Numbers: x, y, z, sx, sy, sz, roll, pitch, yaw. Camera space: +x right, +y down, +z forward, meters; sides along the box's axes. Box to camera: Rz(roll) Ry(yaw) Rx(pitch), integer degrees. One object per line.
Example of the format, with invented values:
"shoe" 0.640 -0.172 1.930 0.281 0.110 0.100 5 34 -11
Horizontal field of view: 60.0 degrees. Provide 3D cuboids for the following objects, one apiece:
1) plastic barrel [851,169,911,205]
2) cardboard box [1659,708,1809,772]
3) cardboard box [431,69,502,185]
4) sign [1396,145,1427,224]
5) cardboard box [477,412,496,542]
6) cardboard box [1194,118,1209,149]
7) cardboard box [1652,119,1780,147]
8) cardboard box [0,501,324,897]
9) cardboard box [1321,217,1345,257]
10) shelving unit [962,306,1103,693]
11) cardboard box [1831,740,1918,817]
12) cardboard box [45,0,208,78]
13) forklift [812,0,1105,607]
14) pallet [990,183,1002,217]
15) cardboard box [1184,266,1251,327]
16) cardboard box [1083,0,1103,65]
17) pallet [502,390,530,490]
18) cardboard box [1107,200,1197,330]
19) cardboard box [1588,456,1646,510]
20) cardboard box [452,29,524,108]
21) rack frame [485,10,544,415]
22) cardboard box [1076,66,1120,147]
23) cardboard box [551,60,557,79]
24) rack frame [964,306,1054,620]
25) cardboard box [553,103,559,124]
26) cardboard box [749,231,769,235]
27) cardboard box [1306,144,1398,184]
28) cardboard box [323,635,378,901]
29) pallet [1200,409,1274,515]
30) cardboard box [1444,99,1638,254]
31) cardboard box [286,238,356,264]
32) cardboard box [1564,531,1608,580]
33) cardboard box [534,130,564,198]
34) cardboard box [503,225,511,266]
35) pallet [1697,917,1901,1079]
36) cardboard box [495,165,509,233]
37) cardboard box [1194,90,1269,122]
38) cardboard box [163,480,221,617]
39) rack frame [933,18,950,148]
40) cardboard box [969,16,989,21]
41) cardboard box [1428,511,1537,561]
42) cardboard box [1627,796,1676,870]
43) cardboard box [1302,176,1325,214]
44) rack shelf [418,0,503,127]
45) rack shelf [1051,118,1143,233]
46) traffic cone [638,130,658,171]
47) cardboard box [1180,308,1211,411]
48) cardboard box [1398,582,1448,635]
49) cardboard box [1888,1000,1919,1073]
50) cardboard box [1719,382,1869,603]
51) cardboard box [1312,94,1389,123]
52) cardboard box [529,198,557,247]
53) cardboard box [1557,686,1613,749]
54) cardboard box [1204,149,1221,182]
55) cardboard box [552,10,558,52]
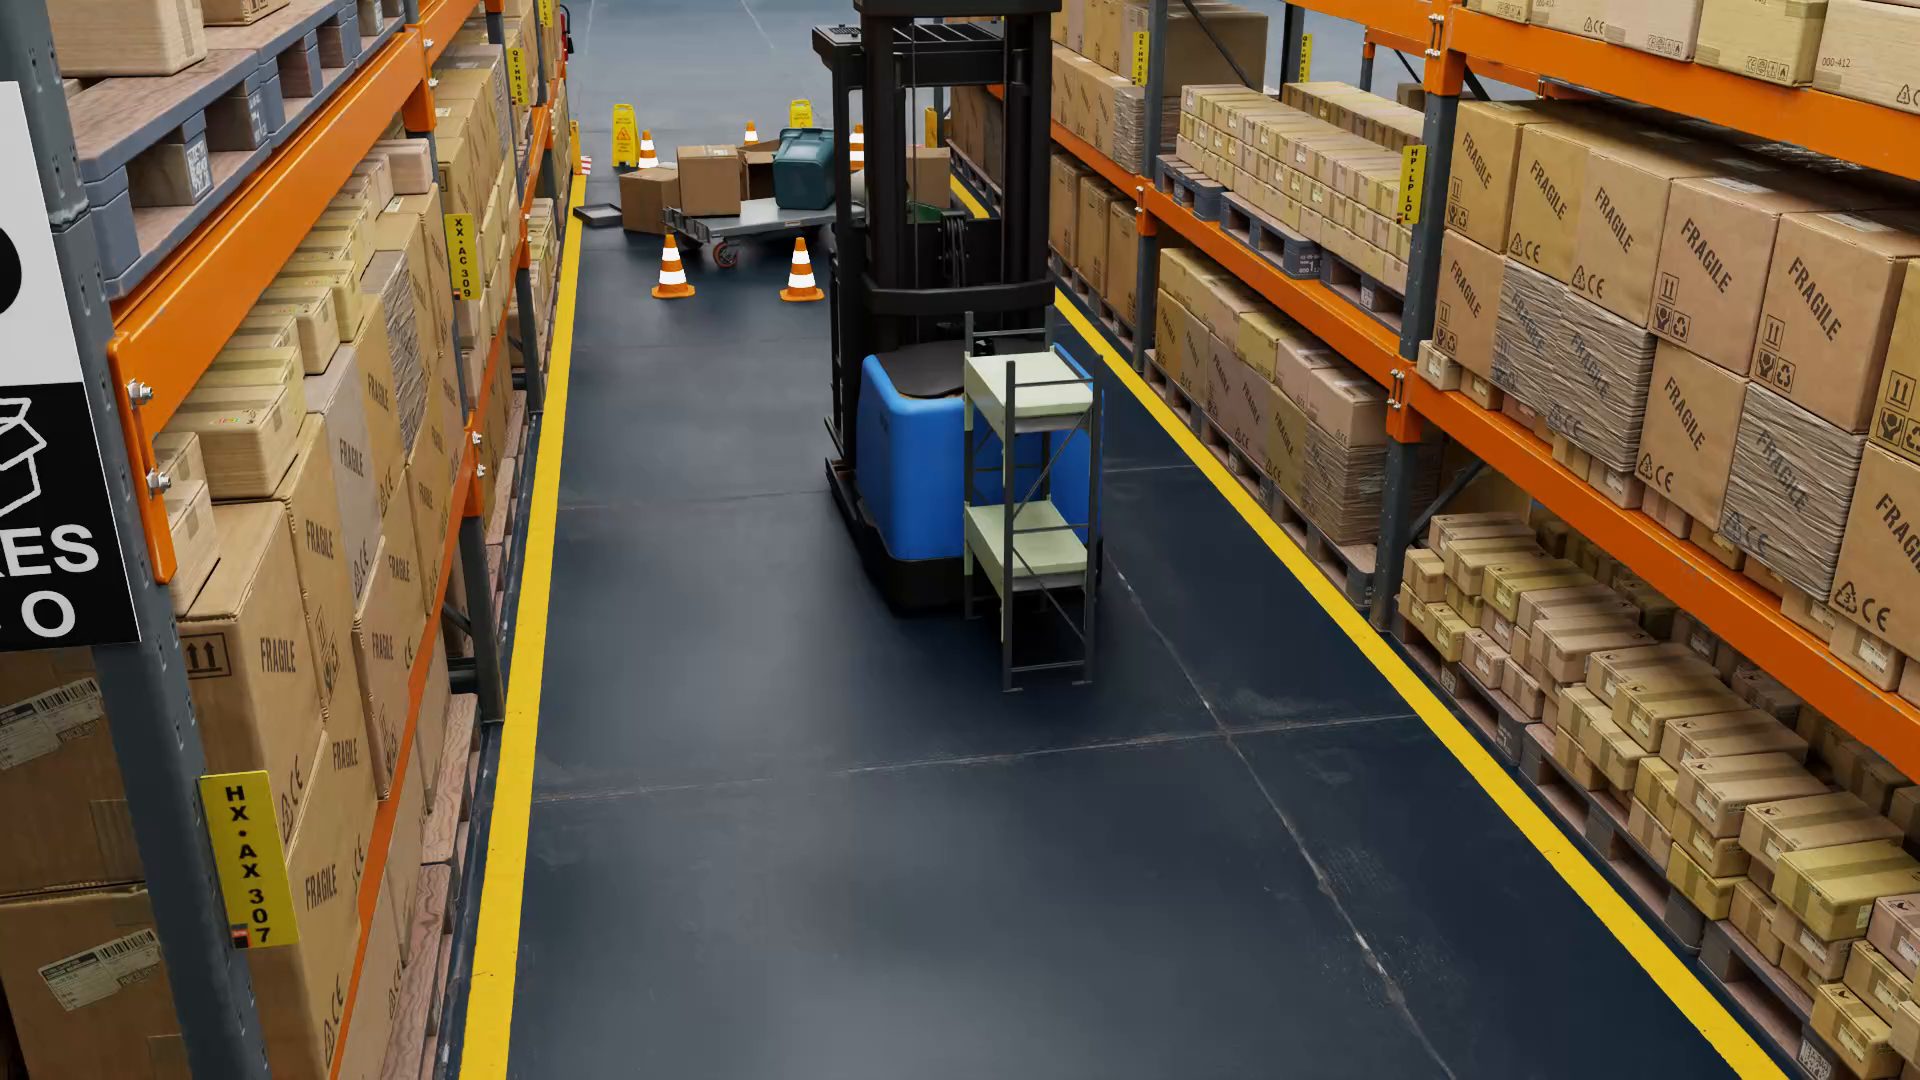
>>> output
"plastic barrel" -0.766 -3.294 15.763 0.512 0.421 0.421 13 27 27
"cardboard box" 2.631 0.715 5.660 0.380 0.149 0.250 -5 24 -12
"cardboard box" -2.614 -2.085 8.403 0.500 0.500 0.500 -4 24 -10
"sign" 1.886 -1.483 6.952 0.100 0.325 0.005 -4 24 -10
"cardboard box" -2.783 -0.400 8.049 0.875 0.875 0.875 -4 24 -8
"cardboard box" 1.635 -2.471 10.076 0.380 0.149 0.250 -3 24 -7
"cardboard box" 2.884 -1.268 6.159 0.500 0.500 0.500 -5 24 -11
"cardboard box" -1.485 0.270 3.009 0.500 0.500 0.500 -5 24 -11
"cardboard box" 2.024 -1.513 8.255 0.380 0.149 0.250 -6 24 -12
"shelving unit" 0.299 -0.186 7.301 0.431 1.500 0.755 -5 24 -12
"cardboard box" 3.148 0.779 5.512 0.380 0.149 0.250 -3 24 -8
"cardboard box" -1.651 -0.958 3.113 0.380 0.149 0.250 -3 24 -8
"forklift" -0.141 -1.589 8.725 1.130 2.935 3.031 -5 24 -12
"pallet" 0.888 -3.169 15.742 1.003 0.211 1.213 -4 24 -10
"cardboard box" 1.674 -1.470 10.031 0.500 0.250 0.500 -5 24 -10
"cardboard box" 1.331 -3.851 12.446 0.700 0.500 0.500 -5 24 -10
"pallet" -3.083 -0.569 9.789 1.003 0.211 1.213 -4 24 -10
"cardboard box" 1.667 -1.976 11.813 1.050 0.750 0.750 -5 24 -10
"cardboard box" 2.453 -0.230 5.843 0.380 0.149 0.250 -3 24 -7
"cardboard box" -3.219 -3.144 11.179 0.500 0.500 0.500 -4 24 -9
"rack frame" -3.155 -2.162 9.953 1.000 3.000 0.127 -4 24 -10
"cardboard box" 1.160 -3.165 12.123 0.500 0.500 0.500 -5 24 -11
"cardboard box" -3.865 -4.272 15.098 0.380 0.149 0.250 -4 24 -9
"rack frame" 0.218 -0.328 7.628 0.400 1.500 0.023 -5 24 -12
"cardboard box" -3.799 -3.817 14.904 0.380 0.149 0.250 -3 24 -8
"cardboard box" -1.936 -2.962 15.200 0.396 0.266 0.258 18 29 36
"cardboard box" 1.977 -1.896 8.390 0.380 0.149 0.250 -5 24 -11
"cardboard box" -1.603 0.532 3.660 0.500 0.500 0.500 -5 24 -11
"pallet" 2.056 -0.504 9.641 1.003 0.211 1.213 -4 24 -10
"cardboard box" 2.275 -1.440 6.553 0.500 0.500 0.500 -4 24 -8
"cardboard box" -1.811 -0.690 4.397 0.380 0.149 0.250 -4 24 -10
"cardboard box" 2.838 0.065 7.148 0.380 0.149 0.250 -4 24 -9
"cardboard box" -3.738 -3.264 14.449 0.500 0.500 0.500 -3 24 -7
"cardboard box" -2.619 -1.515 8.658 0.500 0.250 0.500 -5 24 -10
"pallet" 3.041 1.504 5.042 1.003 0.211 1.213 -4 24 -10
"cardboard box" -2.603 -1.750 8.571 0.500 0.250 0.500 -5 24 -11
"cardboard box" 1.638 -2.617 10.040 0.380 0.149 0.250 -5 24 -11
"cardboard box" -1.469 0.023 2.765 0.380 0.149 0.250 -4 24 -9
"rack frame" 0.212 -5.715 18.088 1.000 3.000 0.127 -4 24 -10
"cardboard box" 0.567 -4.992 16.244 0.875 0.550 0.500 -4 24 -10
"cardboard box" 2.291 -0.003 7.303 0.380 0.149 0.250 -3 24 -8
"cardboard box" 2.559 0.996 5.759 0.380 0.149 0.250 -4 24 -9
"cardboard box" 1.968 -1.762 8.453 0.380 0.149 0.250 -6 24 -12
"rack shelf" -2.785 -2.421 7.696 1.077 0.370 4.000 -4 24 -10
"rack shelf" 1.321 -3.025 12.828 1.077 0.370 4.000 -4 24 -10
"traffic cone" -3.287 -4.073 17.497 0.336 0.463 0.334 -4 24 -10
"cardboard box" 1.667 -1.121 10.167 0.500 0.500 0.500 -4 24 -9
"cardboard box" 2.182 0.286 7.385 0.380 0.149 0.250 -5 24 -12
"cardboard box" 2.792 1.369 4.532 0.380 0.149 0.250 -5 24 -11
"cardboard box" 2.641 -0.163 4.879 0.500 0.500 0.500 -4 24 -10
"cardboard box" 2.325 -2.558 9.904 0.380 0.149 0.250 -4 24 -8
"cardboard box" -3.795 -2.518 13.526 0.950 0.372 0.625 -4 24 -9
"cardboard box" 2.458 0.655 6.168 0.380 0.149 0.250 -4 24 -10
"cardboard box" 1.675 -2.243 9.928 0.380 0.149 0.250 -3 24 -7
"cardboard box" -4.086 -4.904 15.734 0.500 0.500 0.500 -4 24 -10
